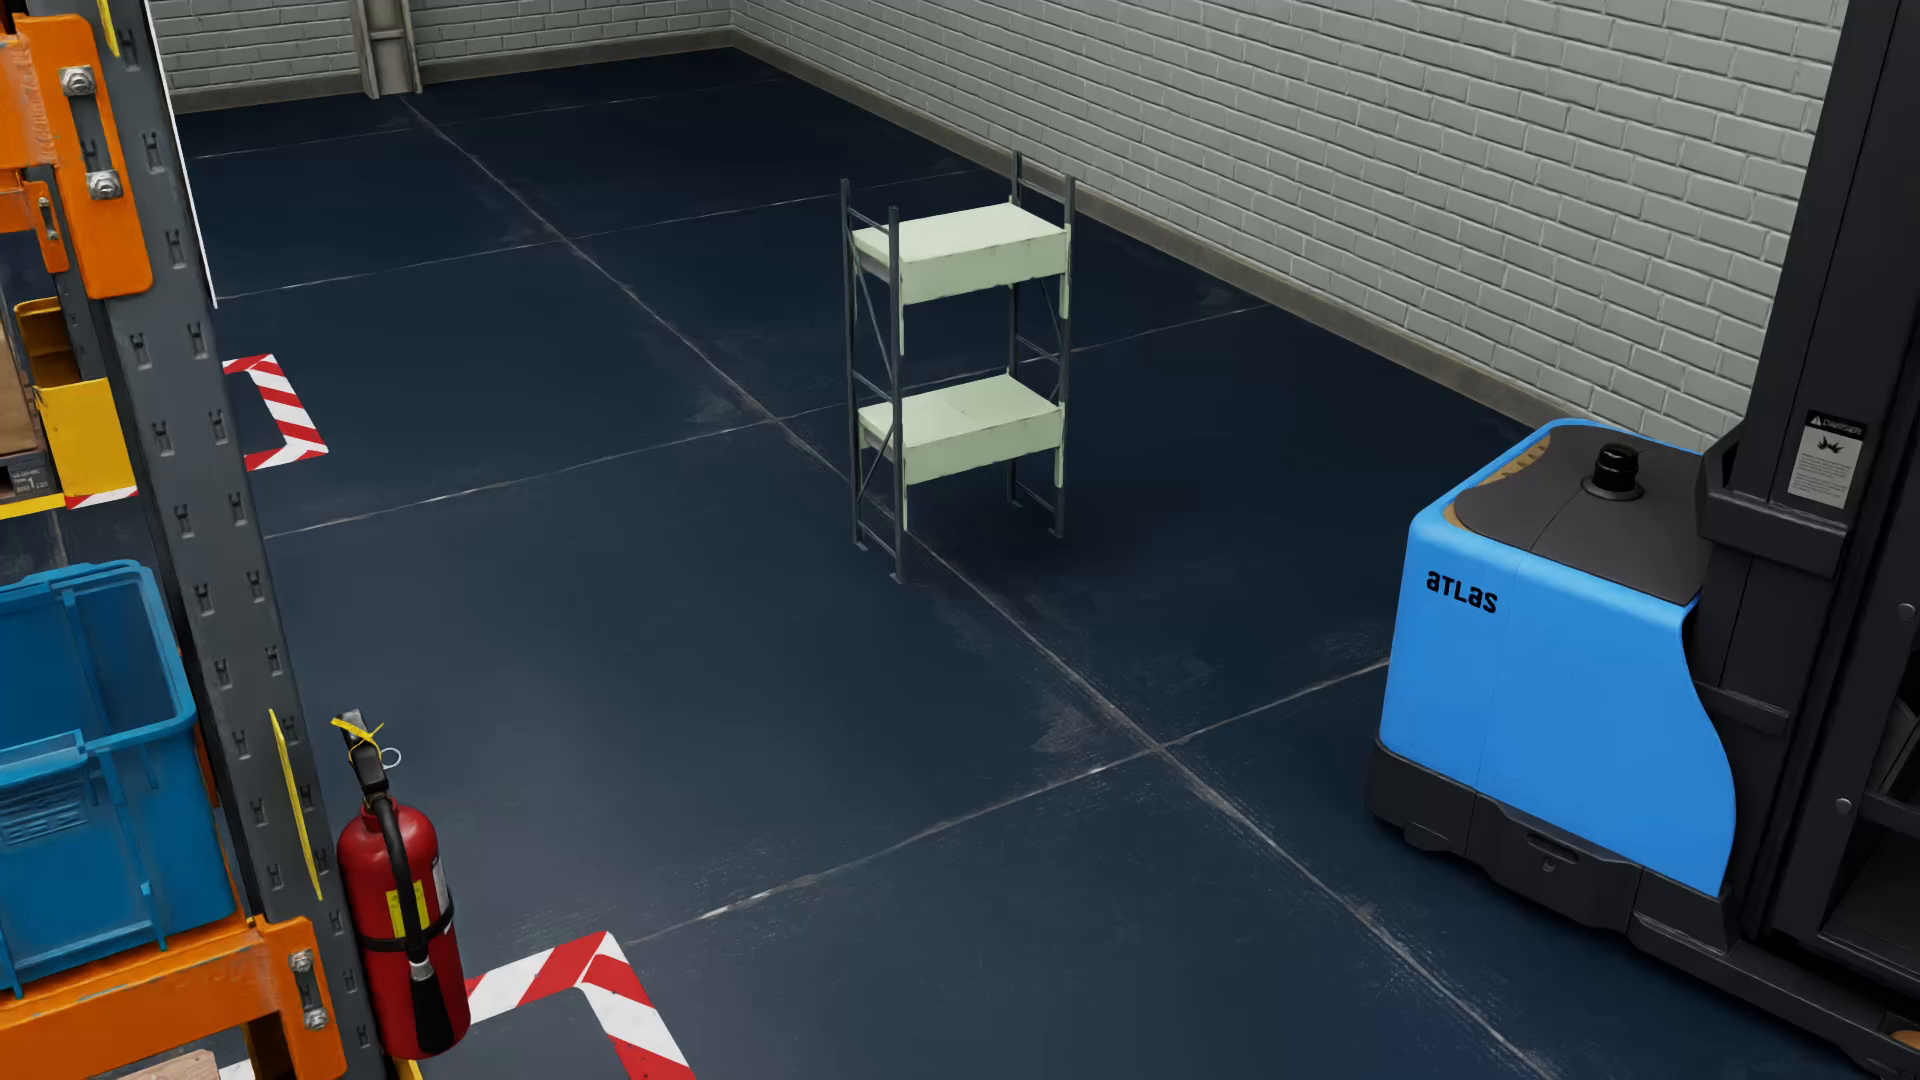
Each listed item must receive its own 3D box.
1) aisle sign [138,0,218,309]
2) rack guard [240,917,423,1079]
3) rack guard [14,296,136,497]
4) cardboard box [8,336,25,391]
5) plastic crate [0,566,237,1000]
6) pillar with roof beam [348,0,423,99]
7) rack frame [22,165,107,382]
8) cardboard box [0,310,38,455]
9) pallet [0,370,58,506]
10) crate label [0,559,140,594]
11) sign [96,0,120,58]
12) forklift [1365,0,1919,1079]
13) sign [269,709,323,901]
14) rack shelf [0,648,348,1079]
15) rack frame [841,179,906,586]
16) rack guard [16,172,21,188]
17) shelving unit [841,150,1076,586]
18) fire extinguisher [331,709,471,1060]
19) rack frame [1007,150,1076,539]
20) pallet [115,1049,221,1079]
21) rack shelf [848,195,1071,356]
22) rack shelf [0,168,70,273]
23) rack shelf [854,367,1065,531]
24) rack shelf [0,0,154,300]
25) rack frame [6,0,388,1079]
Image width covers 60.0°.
[{"bbox_3d":[-1.158,-0.756,2.325,0.004,0.787,0.394,-16,33,-26],"label":"aisle sign"},{"bbox_3d":[-1.354,1.361,3.767,0.348,0.500,1.175,-16,33,-26],"label":"rack guard"},{"bbox_3d":[-3.940,-0.674,7.453,0.348,0.500,1.175,-16,33,-26],"label":"rack guard"},{"bbox_3d":[-4.410,-0.772,7.539,0.250,0.149,0.380,-16,33,-26],"label":"cardboard box"},{"bbox_3d":[-1.563,0.396,2.830,0.499,0.435,0.616,-16,33,-26],"label":"plastic crate"},{"bbox_3d":[-2.317,-5.704,7.772,0.400,9.000,9.100,-16,33,-26],"label":"pillar with roof beam"},{"bbox_3d":[-3.875,-1.787,6.883,0.127,3.000,1.000,-16,33,-26],"label":"rack frame"},{"bbox_3d":[-4.219,-0.649,6.954,0.500,0.500,0.500,-16,33,-26],"label":"cardboard box"},{"bbox_3d":[-4.627,-0.352,7.169,1.213,0.211,1.003,-16,33,-26],"label":"pallet"},{"bbox_3d":[-1.748,0.248,3.307,0.303,0.233,0.416,-16,33,-26],"label":"crate label"},{"bbox_3d":[-1.076,-0.765,2.035,0.005,0.325,0.100,-16,33,-26],"label":"sign"},{"bbox_3d":[2.677,-0.098,3.895,3.031,2.935,1.130,24,37,36],"label":"forklift"},{"bbox_3d":[-1.076,0.431,2.695,0.005,0.325,0.100,-16,33,-26],"label":"sign"},{"bbox_3d":[-3.093,1.082,2.429,4.000,0.370,1.077,-16,33,-26],"label":"rack shelf"},{"bbox_3d":[-0.321,-0.565,6.222,0.023,1.500,0.400,-16,33,-26],"label":"rack frame"},{"bbox_3d":[-6.367,-2.761,11.235,0.348,0.500,1.175,-16,33,-26],"label":"rack guard"},{"bbox_3d":[-0.006,-0.655,6.385,0.755,1.500,0.431,-16,33,-26],"label":"shelving unit"},{"bbox_3d":[-1.008,0.627,2.975,0.183,0.674,0.296,-16,33,-26],"label":"fire extinguisher"},{"bbox_3d":[0.310,-0.745,6.547,0.023,1.500,0.400,-16,33,-26],"label":"rack frame"},{"bbox_3d":[-2.099,1.684,3.480,1.213,0.211,1.003,-16,33,-26],"label":"pallet"},{"bbox_3d":[-0.006,-0.997,6.196,0.720,0.370,0.431,-16,33,-26],"label":"rack shelf"},{"bbox_3d":[-5.599,-0.982,6.170,4.000,0.370,1.077,-16,33,-26],"label":"rack shelf"},{"bbox_3d":[-0.006,-0.370,6.542,0.720,0.370,0.431,-16,33,-26],"label":"rack shelf"},{"bbox_3d":[-3.093,-0.231,1.704,4.000,0.370,1.077,-16,33,-26],"label":"rack shelf"},{"bbox_3d":[-1.369,0.278,3.142,0.127,3.000,1.000,-16,33,-26],"label":"rack frame"}]
